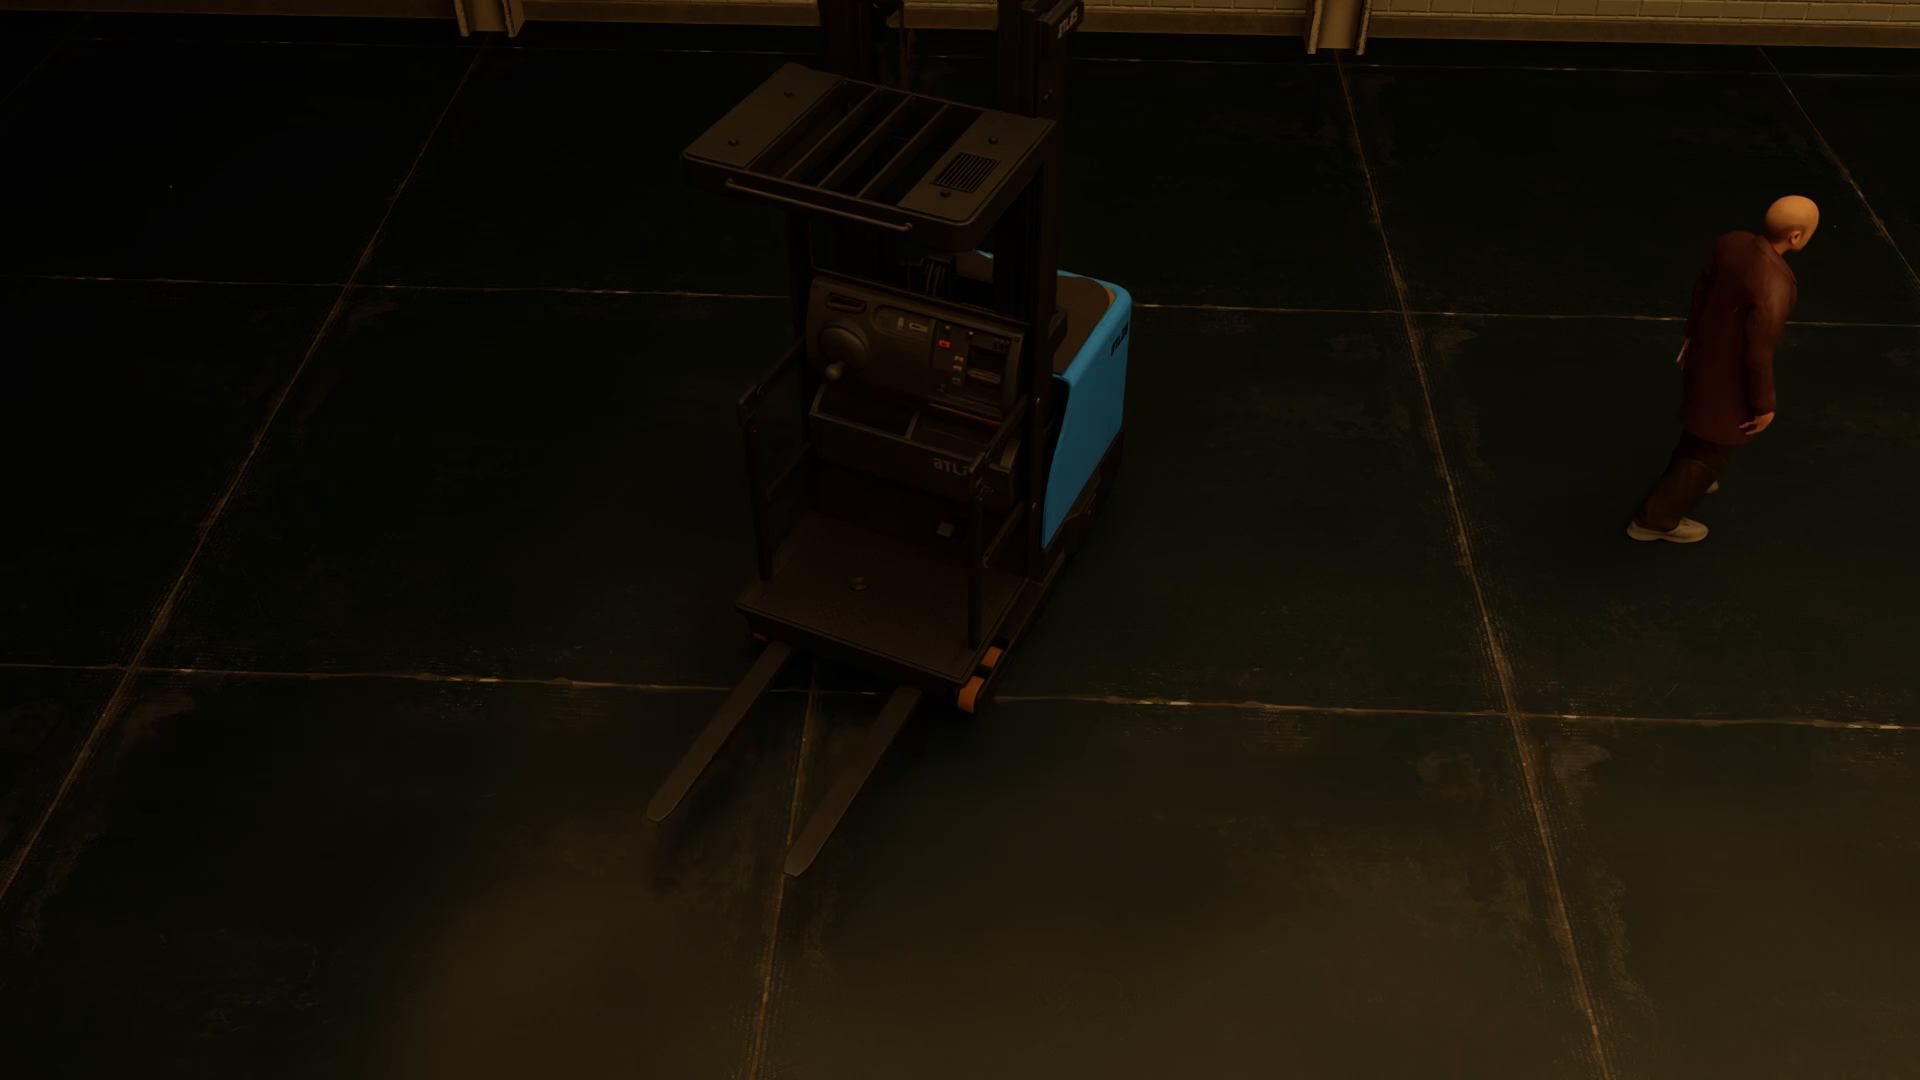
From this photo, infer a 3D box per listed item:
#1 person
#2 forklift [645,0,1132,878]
[{"bbox_3d":[3.467,-0.733,7.440,0.576,1.804,0.671,0,42,0],"label":"person"},{"bbox_3d":[-0.278,-0.679,6.486,1.130,2.935,3.031,17,45,18],"label":"forklift"}]
